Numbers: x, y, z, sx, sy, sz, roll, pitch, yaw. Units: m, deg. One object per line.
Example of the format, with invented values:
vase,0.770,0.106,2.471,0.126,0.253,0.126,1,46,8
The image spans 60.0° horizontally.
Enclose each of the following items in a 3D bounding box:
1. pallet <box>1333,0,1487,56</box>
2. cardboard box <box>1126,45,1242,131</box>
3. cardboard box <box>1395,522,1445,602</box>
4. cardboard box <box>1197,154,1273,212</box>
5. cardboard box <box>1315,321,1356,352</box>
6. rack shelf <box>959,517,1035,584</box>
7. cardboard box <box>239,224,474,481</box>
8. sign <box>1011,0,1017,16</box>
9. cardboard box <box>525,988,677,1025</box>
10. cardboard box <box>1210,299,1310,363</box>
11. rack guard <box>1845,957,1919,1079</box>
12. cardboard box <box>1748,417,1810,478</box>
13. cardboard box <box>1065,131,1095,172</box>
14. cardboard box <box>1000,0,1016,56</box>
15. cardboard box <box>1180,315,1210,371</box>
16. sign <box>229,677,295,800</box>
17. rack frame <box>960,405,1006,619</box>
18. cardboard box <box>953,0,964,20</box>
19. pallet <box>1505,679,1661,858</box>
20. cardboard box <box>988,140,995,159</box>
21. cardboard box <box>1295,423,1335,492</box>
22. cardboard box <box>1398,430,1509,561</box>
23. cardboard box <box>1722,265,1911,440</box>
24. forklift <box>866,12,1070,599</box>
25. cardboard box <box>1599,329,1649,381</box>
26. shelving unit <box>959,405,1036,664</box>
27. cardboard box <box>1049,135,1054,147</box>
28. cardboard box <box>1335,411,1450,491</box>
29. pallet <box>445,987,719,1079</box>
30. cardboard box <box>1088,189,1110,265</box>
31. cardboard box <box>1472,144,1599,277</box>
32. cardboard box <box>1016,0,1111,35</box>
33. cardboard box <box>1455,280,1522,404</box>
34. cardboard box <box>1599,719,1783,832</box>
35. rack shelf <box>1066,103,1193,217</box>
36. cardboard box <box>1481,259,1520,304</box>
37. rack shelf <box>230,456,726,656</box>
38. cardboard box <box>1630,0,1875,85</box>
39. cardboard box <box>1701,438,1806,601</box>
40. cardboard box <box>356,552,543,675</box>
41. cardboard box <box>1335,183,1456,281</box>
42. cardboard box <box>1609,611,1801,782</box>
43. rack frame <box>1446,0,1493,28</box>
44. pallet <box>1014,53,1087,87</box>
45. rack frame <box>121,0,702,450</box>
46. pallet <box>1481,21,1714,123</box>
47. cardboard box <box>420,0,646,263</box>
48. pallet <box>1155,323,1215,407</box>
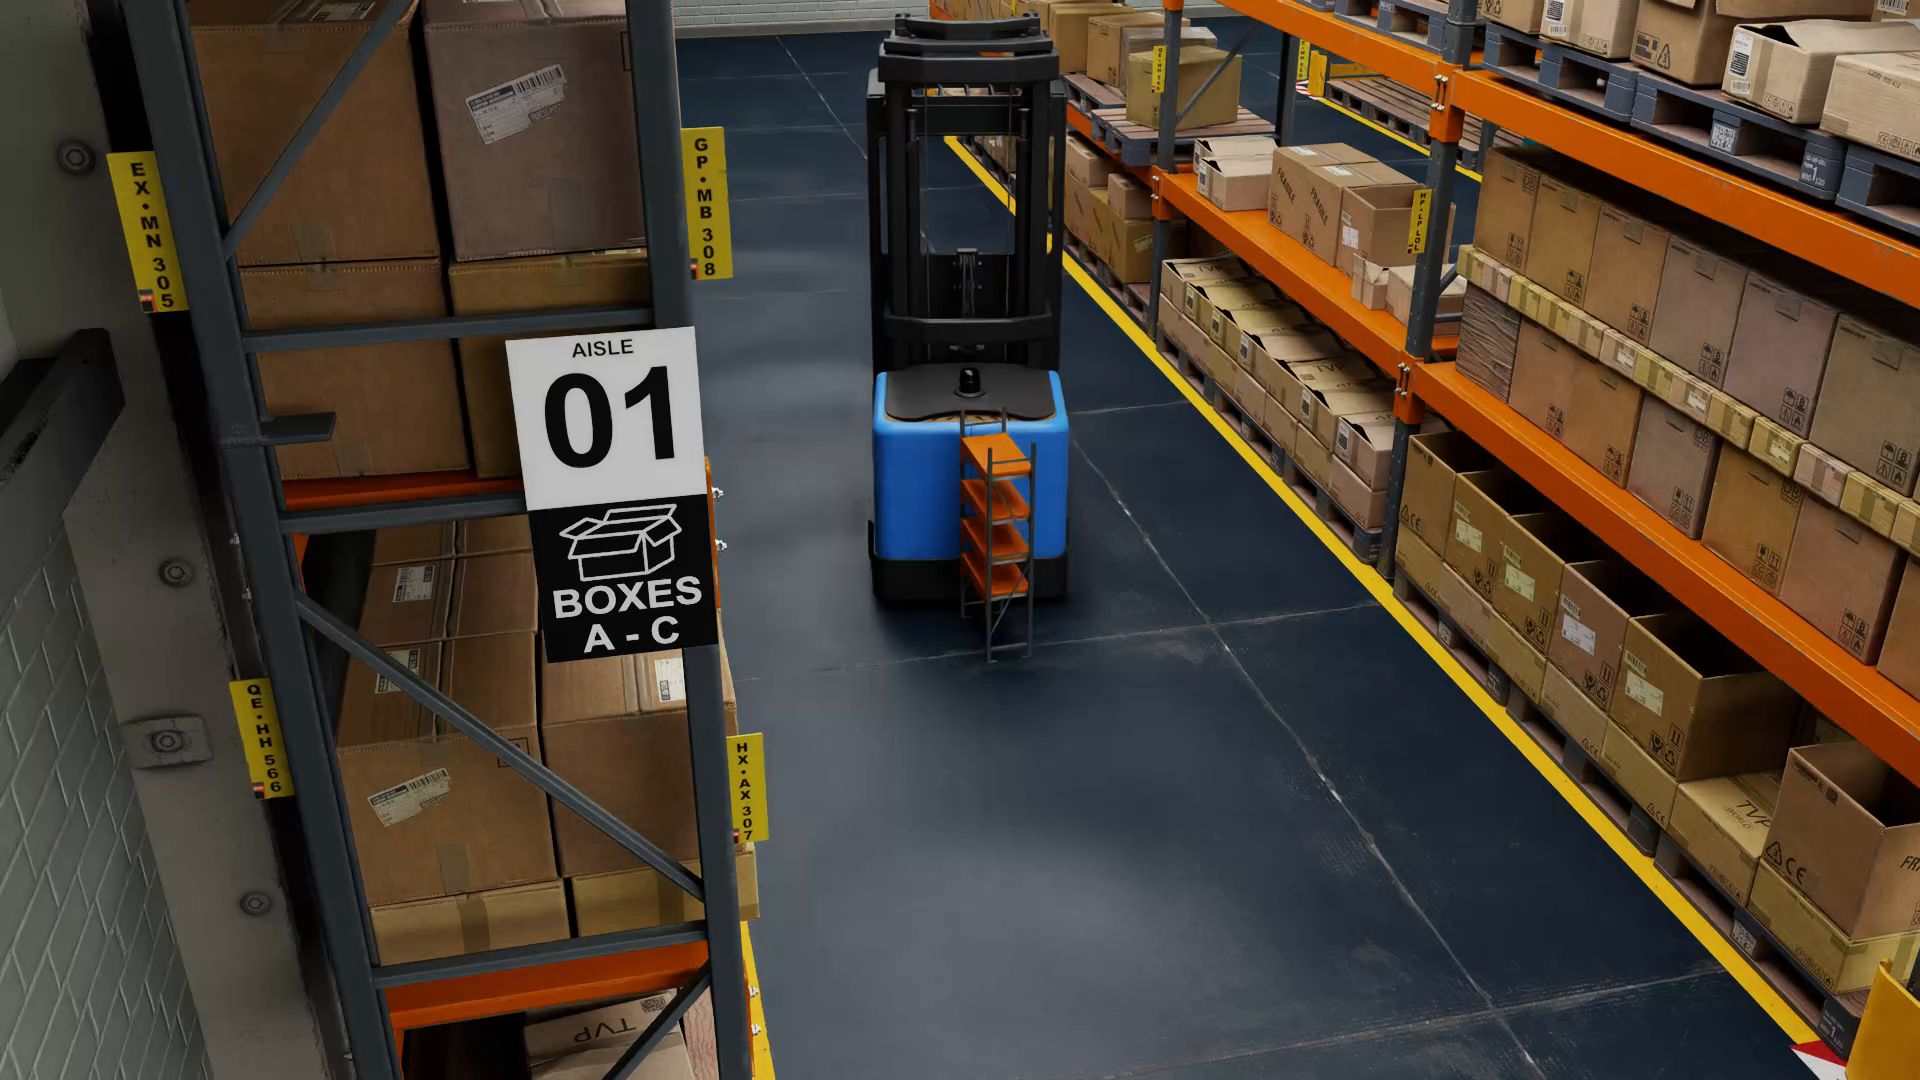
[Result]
pallet,2.642,-2.827,8.905,0.805,0.209,1.217,-7,28,-14
cardboard box,1.700,-3.440,12.660,0.700,0.500,0.500,-16,31,-29
cardboard box,2.663,0.087,8.834,0.500,0.250,0.500,-6,27,-12
cardboard box,1.965,-2.491,11.456,0.500,0.311,0.500,-6,27,-12
cardboard box,2.655,-1.279,10.918,0.500,0.311,0.500,-5,27,-10
rack shelf,0.184,0.035,8.498,0.258,0.148,0.480,-7,28,-14
cardboard box,-1.411,-0.477,3.903,0.500,0.500,0.500,-4,27,-8
sign,0.524,-5.027,15.421,0.100,0.325,0.005,-6,27,-12
cardboard box,-1.267,1.514,5.917,0.500,0.311,0.500,-4,27,-7
cardboard box,2.023,-1.440,11.237,0.500,0.311,0.500,-7,28,-13
rack guard,3.760,1.695,5.837,1.175,0.500,0.348,-6,27,-12
cardboard box,3.251,-0.367,6.317,0.380,0.149,0.250,-5,27,-10
cardboard box,1.148,-3.438,14.687,0.500,0.250,0.500,-6,27,-11
cardboard box,0.688,-4.937,16.092,0.500,0.500,0.500,-6,27,-11
cardboard box,1.898,-1.423,11.826,0.500,0.250,0.500,-7,28,-13
sign,-1.616,0.463,3.868,0.100,0.325,0.005,-6,27,-12
rack frame,0.118,-0.131,8.678,0.240,1.200,0.015,-7,28,-14
cardboard box,0.224,-5.832,17.864,0.500,0.500,0.500,-6,27,-12
pallet,3.270,0.948,7.638,1.003,0.211,1.213,-6,27,-12
cardboard box,0.503,-4.003,17.027,0.380,0.149,0.250,-6,27,-12
cardboard box,2.365,-0.522,10.041,0.500,0.250,0.500,-6,27,-12
cardboard box,2.653,-0.247,8.663,0.500,0.500,0.500,-6,27,-12
cardboard box,3.412,-0.736,6.329,0.700,0.500,0.500,-6,27,-11
forklift,0.030,-1.610,9.688,1.130,2.935,3.031,-1,27,-1
cardboard box,3.020,-0.819,7.212,0.380,0.149,0.250,-7,28,-13
shelving unit,0.184,-0.025,8.468,0.258,1.200,0.503,-7,28,-14
cardboard box,0.922,-3.543,15.726,0.500,0.500,0.500,-7,28,-14
cardboard box,2.483,-0.546,9.466,0.500,0.311,0.500,-6,27,-12
pallet,-1.236,1.925,5.703,1.003,0.211,1.213,-6,27,-12
cardboard box,1.396,-2.638,13.933,0.500,0.500,0.500,-7,28,-13
cardboard box,2.960,-1.617,8.074,0.700,0.500,0.500,-6,27,-11
cardboard box,0.939,-4.701,15.157,0.700,0.500,0.500,-16,31,-29
cardboard box,2.960,-1.038,8.366,0.700,0.500,0.500,-7,28,-13
cardboard box,3.107,0.966,7.093,0.500,0.250,0.500,-6,27,-12
rack shelf,1.501,-3.500,14.154,1.077,0.370,4.000,-6,27,-12
cardboard box,2.782,-1.274,8.114,0.380,0.149,0.250,-6,27,-11
rack shelf,-1.521,-0.823,5.520,1.077,0.370,4.000,-6,27,-12
cardboard box,3.102,-2.087,6.490,0.797,0.503,0.637,-3,27,-6
cardboard box,3.433,-0.131,6.569,0.700,0.500,0.500,-6,27,-11
cardboard box,-1.488,0.389,4.962,0.500,0.500,0.500,-6,27,-11
cardboard box,2.578,-1.802,9.880,0.500,0.500,0.500,-4,27,-8
cardboard box,3.104,0.631,6.924,0.500,0.500,0.500,-6,27,-12
rack frame,2.853,-3.865,7.422,1.000,3.000,0.127,-6,27,-12
pallet,1.124,-4.252,15.058,1.003,0.211,1.213,-6,27,-12
rack frame,-1.071,-1.605,2.943,1.000,3.000,0.127,-6,27,-12
pallet,3.071,-2.115,7.381,1.003,0.211,1.213,-6,27,-12
cardboard box,-0.921,-0.959,3.750,0.500,0.500,0.500,-8,28,-15
pallet,2.100,-1.333,12.157,1.003,0.211,1.213,-6,27,-12
